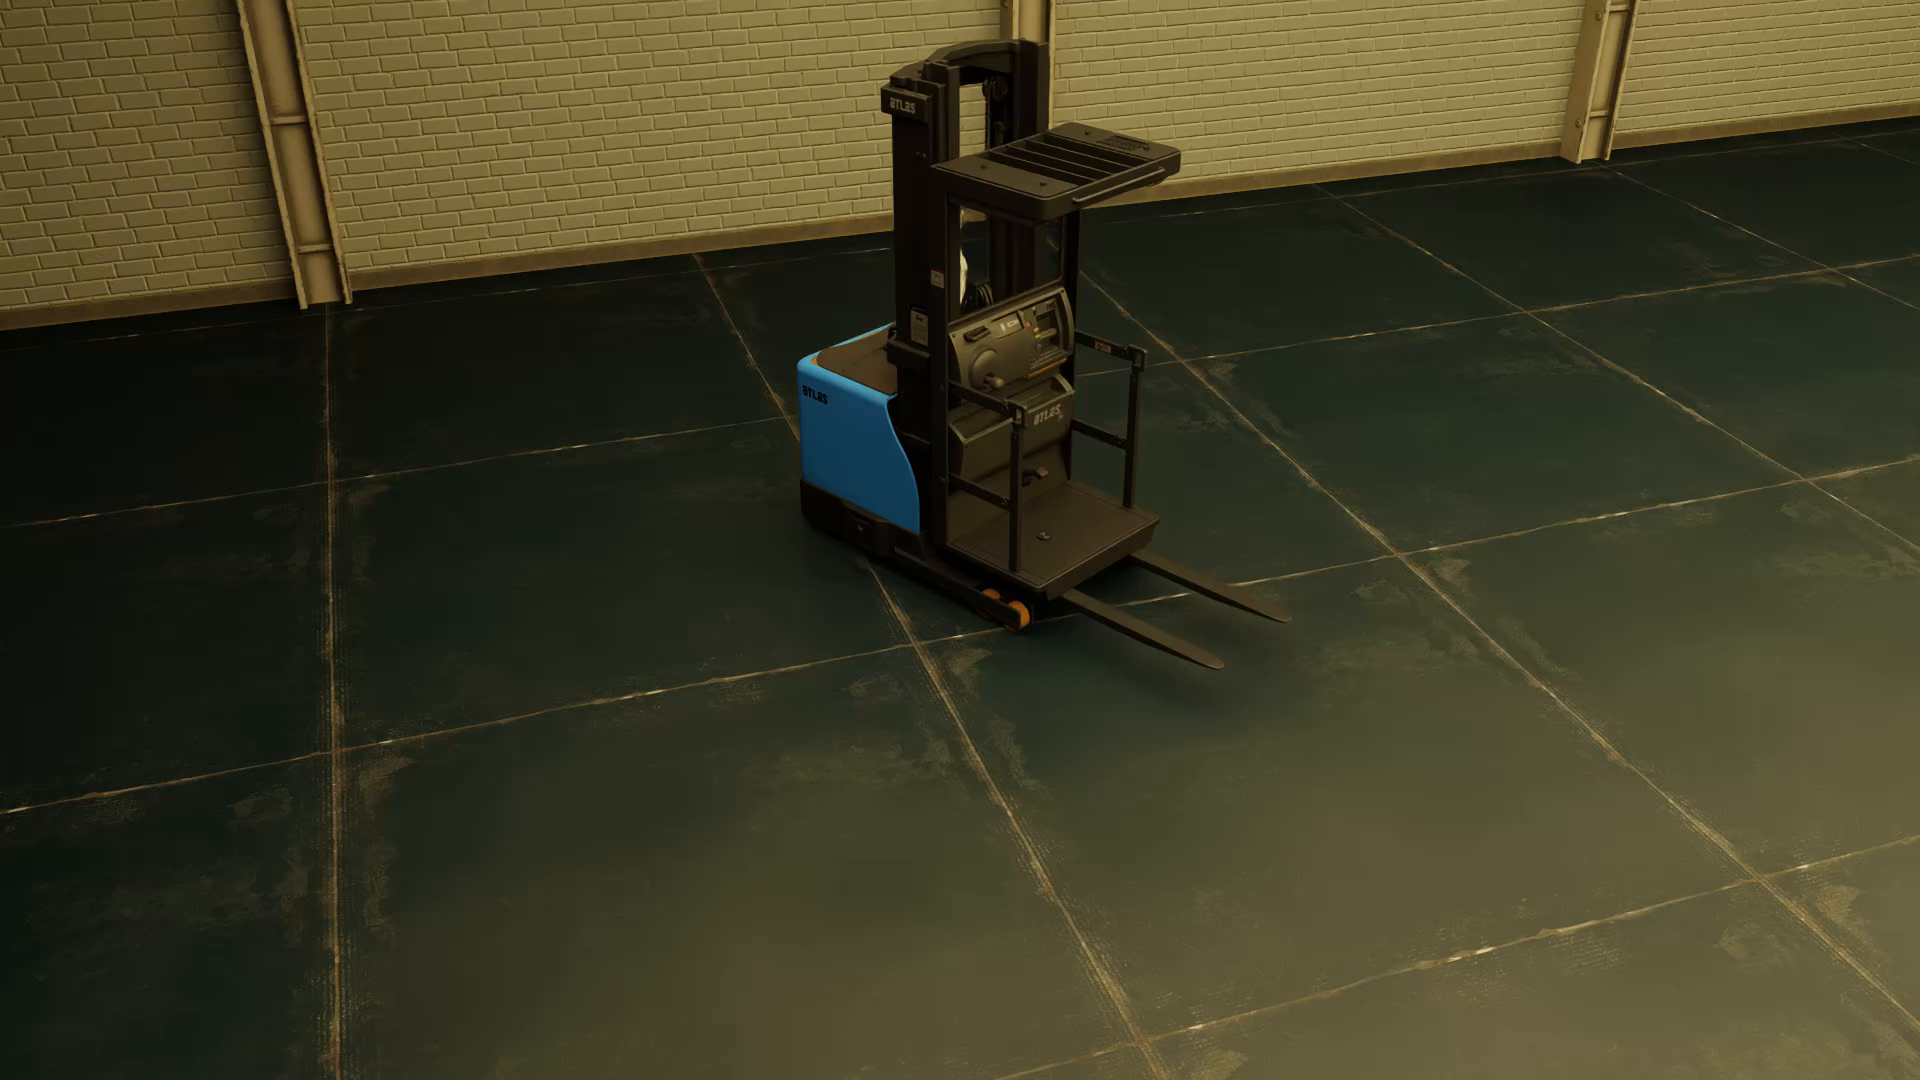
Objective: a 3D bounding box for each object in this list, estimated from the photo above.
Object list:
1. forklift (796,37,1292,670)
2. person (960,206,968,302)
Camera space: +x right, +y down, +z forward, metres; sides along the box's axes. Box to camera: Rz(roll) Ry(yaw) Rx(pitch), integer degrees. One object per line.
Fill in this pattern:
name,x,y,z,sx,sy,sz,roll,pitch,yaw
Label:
forklift,0.443,-1.061,8.931,3.031,2.935,1.130,25,38,37
person,-0.084,-1.474,11.029,0.471,1.580,0.828,0,30,0
